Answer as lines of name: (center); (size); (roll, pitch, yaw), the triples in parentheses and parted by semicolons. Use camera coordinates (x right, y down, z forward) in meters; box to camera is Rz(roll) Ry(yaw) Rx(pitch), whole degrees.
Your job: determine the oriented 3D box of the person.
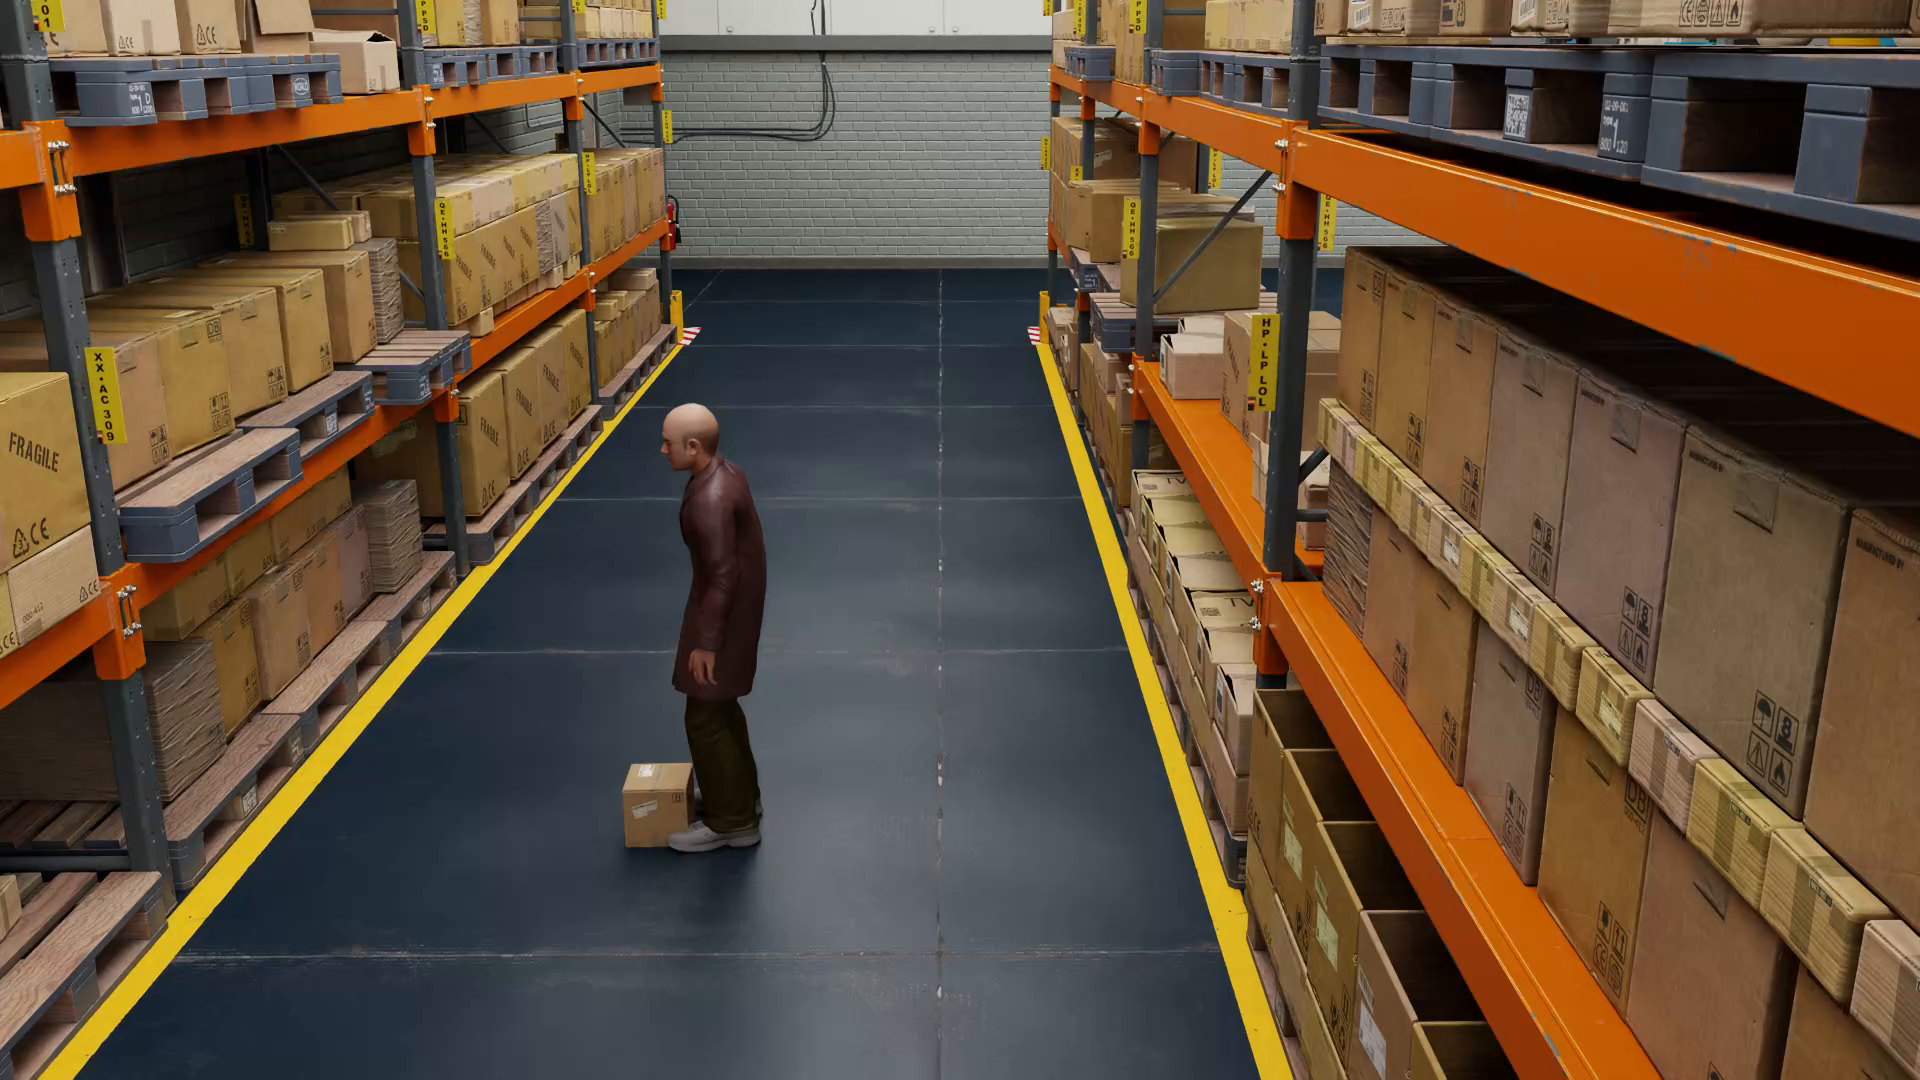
person: (-0.959, 0.335, 6.467); (0.429, 1.772, 0.646); (-1, 17, -4)
